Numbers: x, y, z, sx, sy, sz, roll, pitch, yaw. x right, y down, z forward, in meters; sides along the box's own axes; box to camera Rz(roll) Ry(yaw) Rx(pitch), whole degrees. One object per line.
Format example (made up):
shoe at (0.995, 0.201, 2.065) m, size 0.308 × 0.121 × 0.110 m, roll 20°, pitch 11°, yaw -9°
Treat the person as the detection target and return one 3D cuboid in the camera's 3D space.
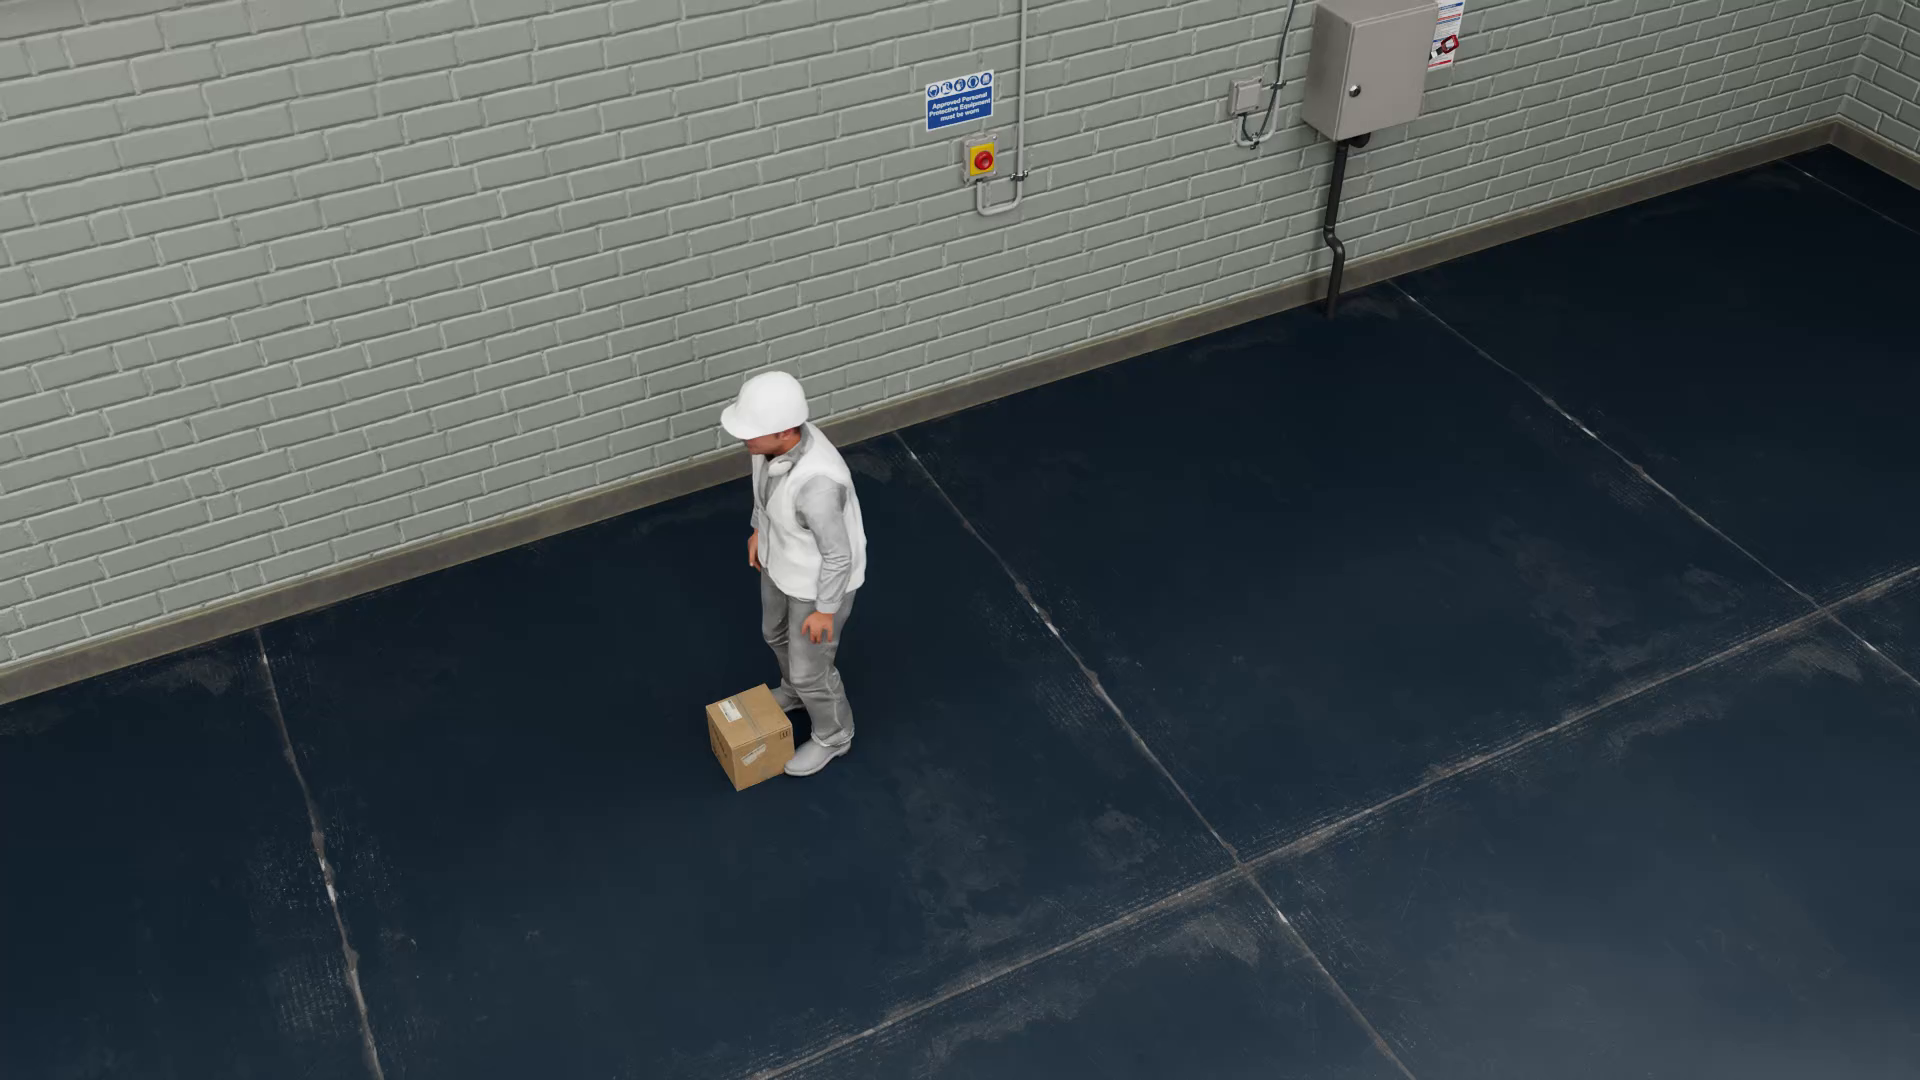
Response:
person at (-0.580, 0.108, 6.013) m, size 0.461 × 1.772 × 0.589 m, roll -20°, pitch 45°, yaw -22°
